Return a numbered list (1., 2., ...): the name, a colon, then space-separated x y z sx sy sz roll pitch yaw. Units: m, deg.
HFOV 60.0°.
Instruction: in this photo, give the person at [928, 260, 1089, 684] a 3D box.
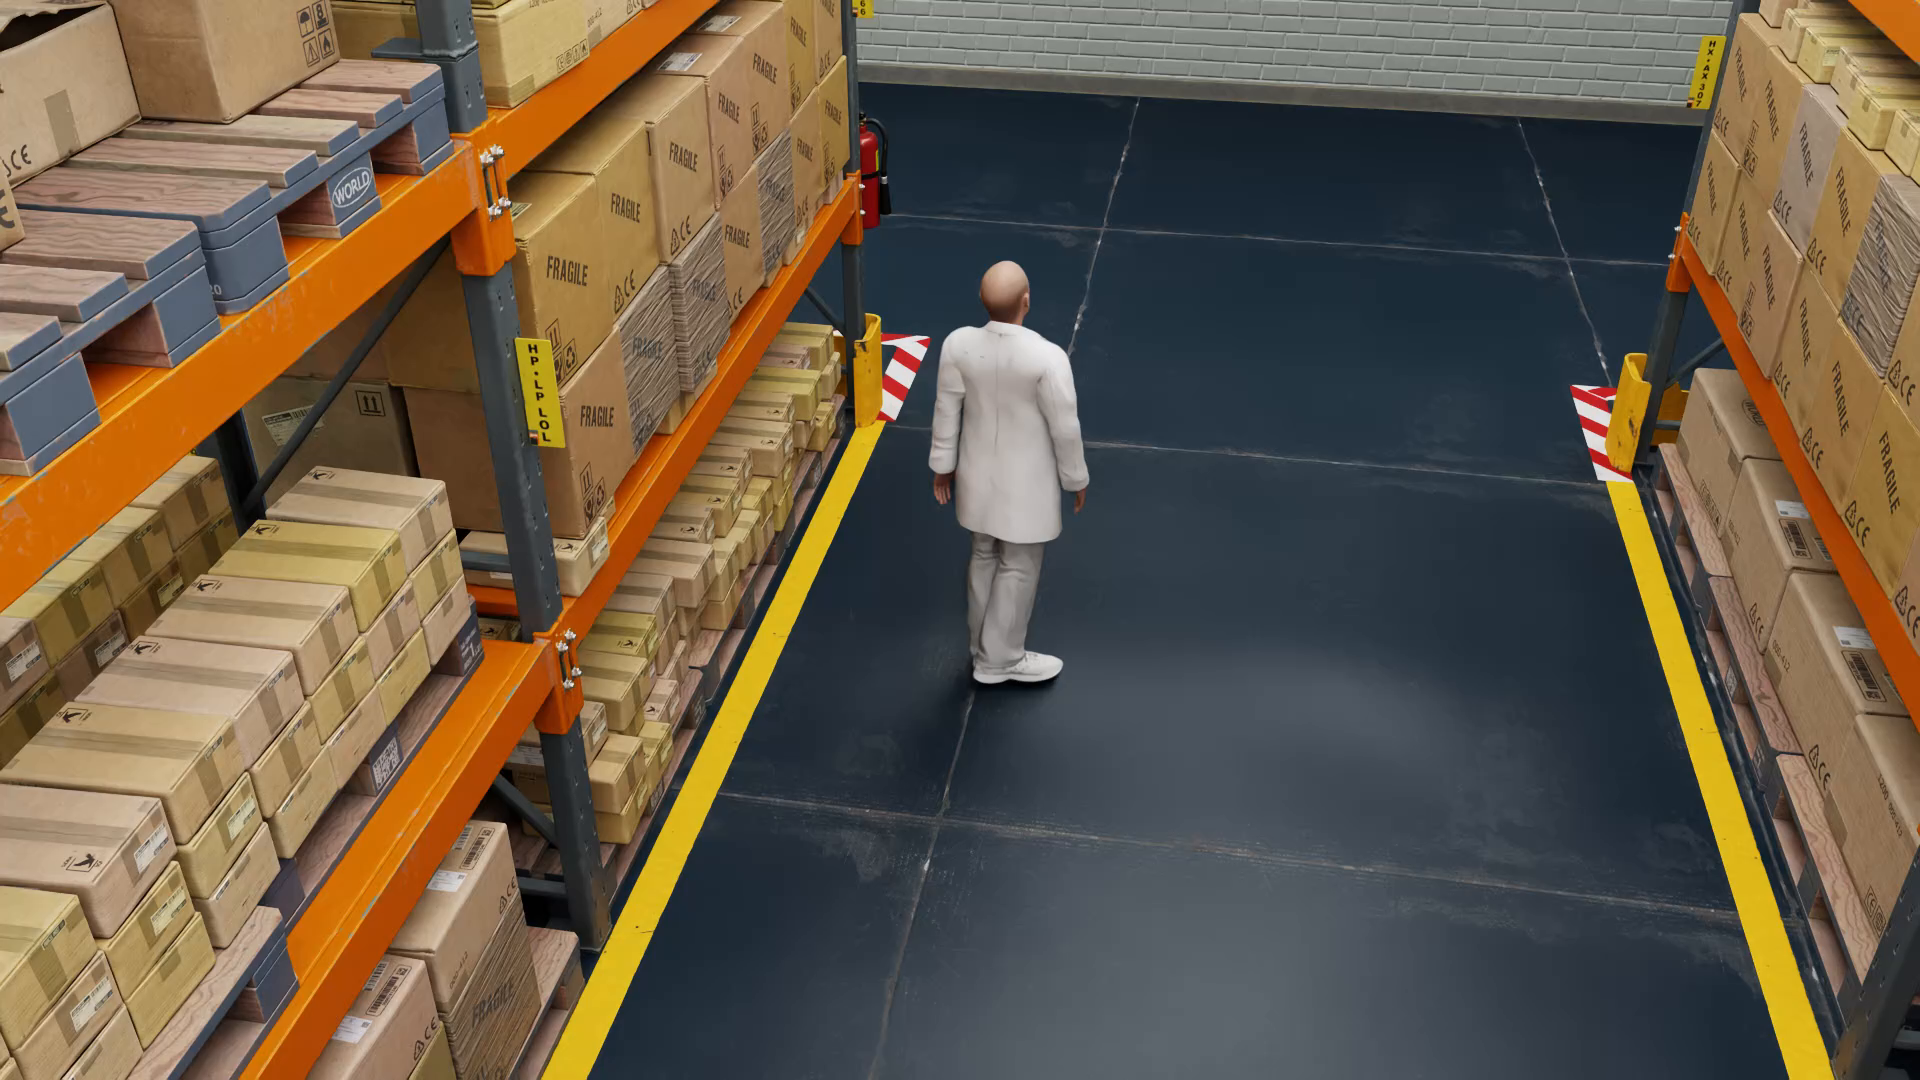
1. person: 0.195 -0.254 6.526 0.640 1.776 0.455 16 35 23
